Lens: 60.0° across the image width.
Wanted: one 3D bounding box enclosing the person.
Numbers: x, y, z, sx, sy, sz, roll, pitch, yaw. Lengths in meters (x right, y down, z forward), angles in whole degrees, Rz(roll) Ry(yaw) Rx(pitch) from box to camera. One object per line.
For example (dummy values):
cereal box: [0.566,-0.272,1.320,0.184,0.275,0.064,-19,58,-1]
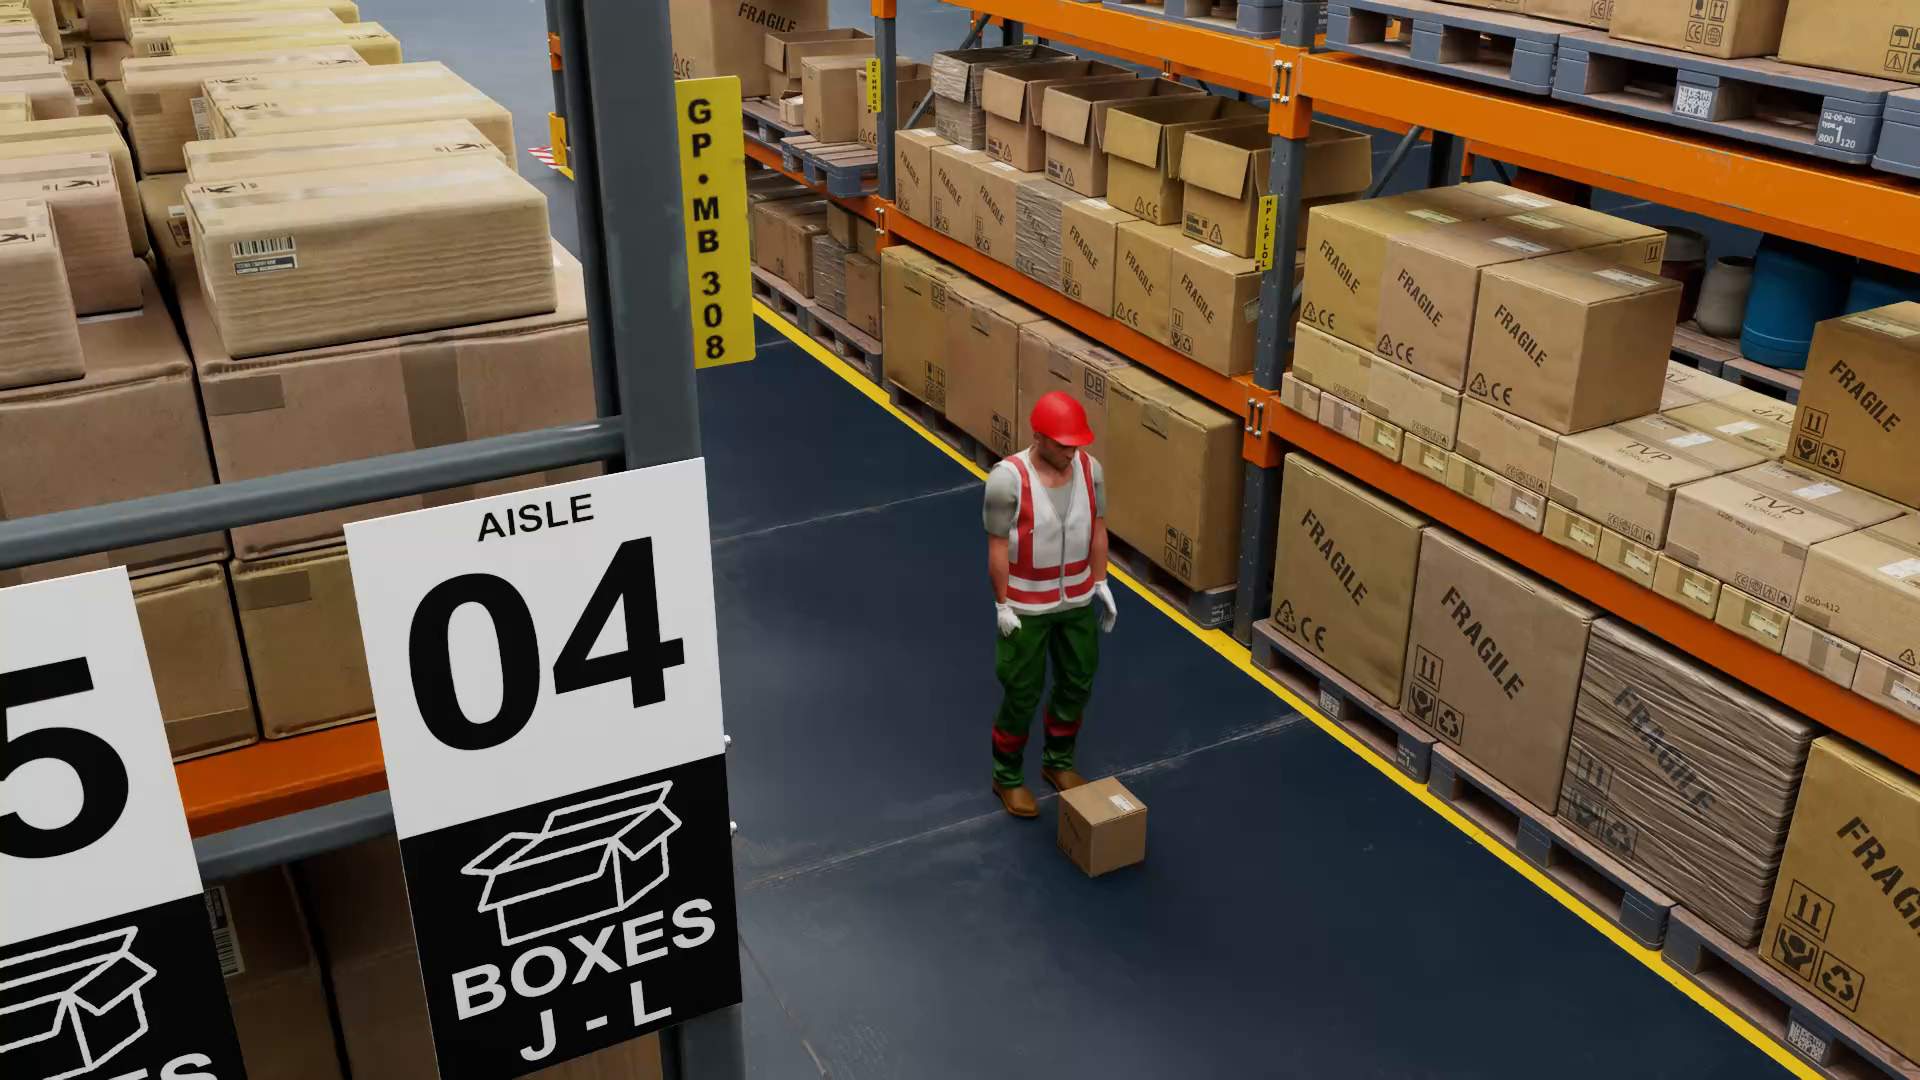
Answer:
person: [0.357,0.248,6.574,0.529,1.777,0.364,-12,28,-24]
